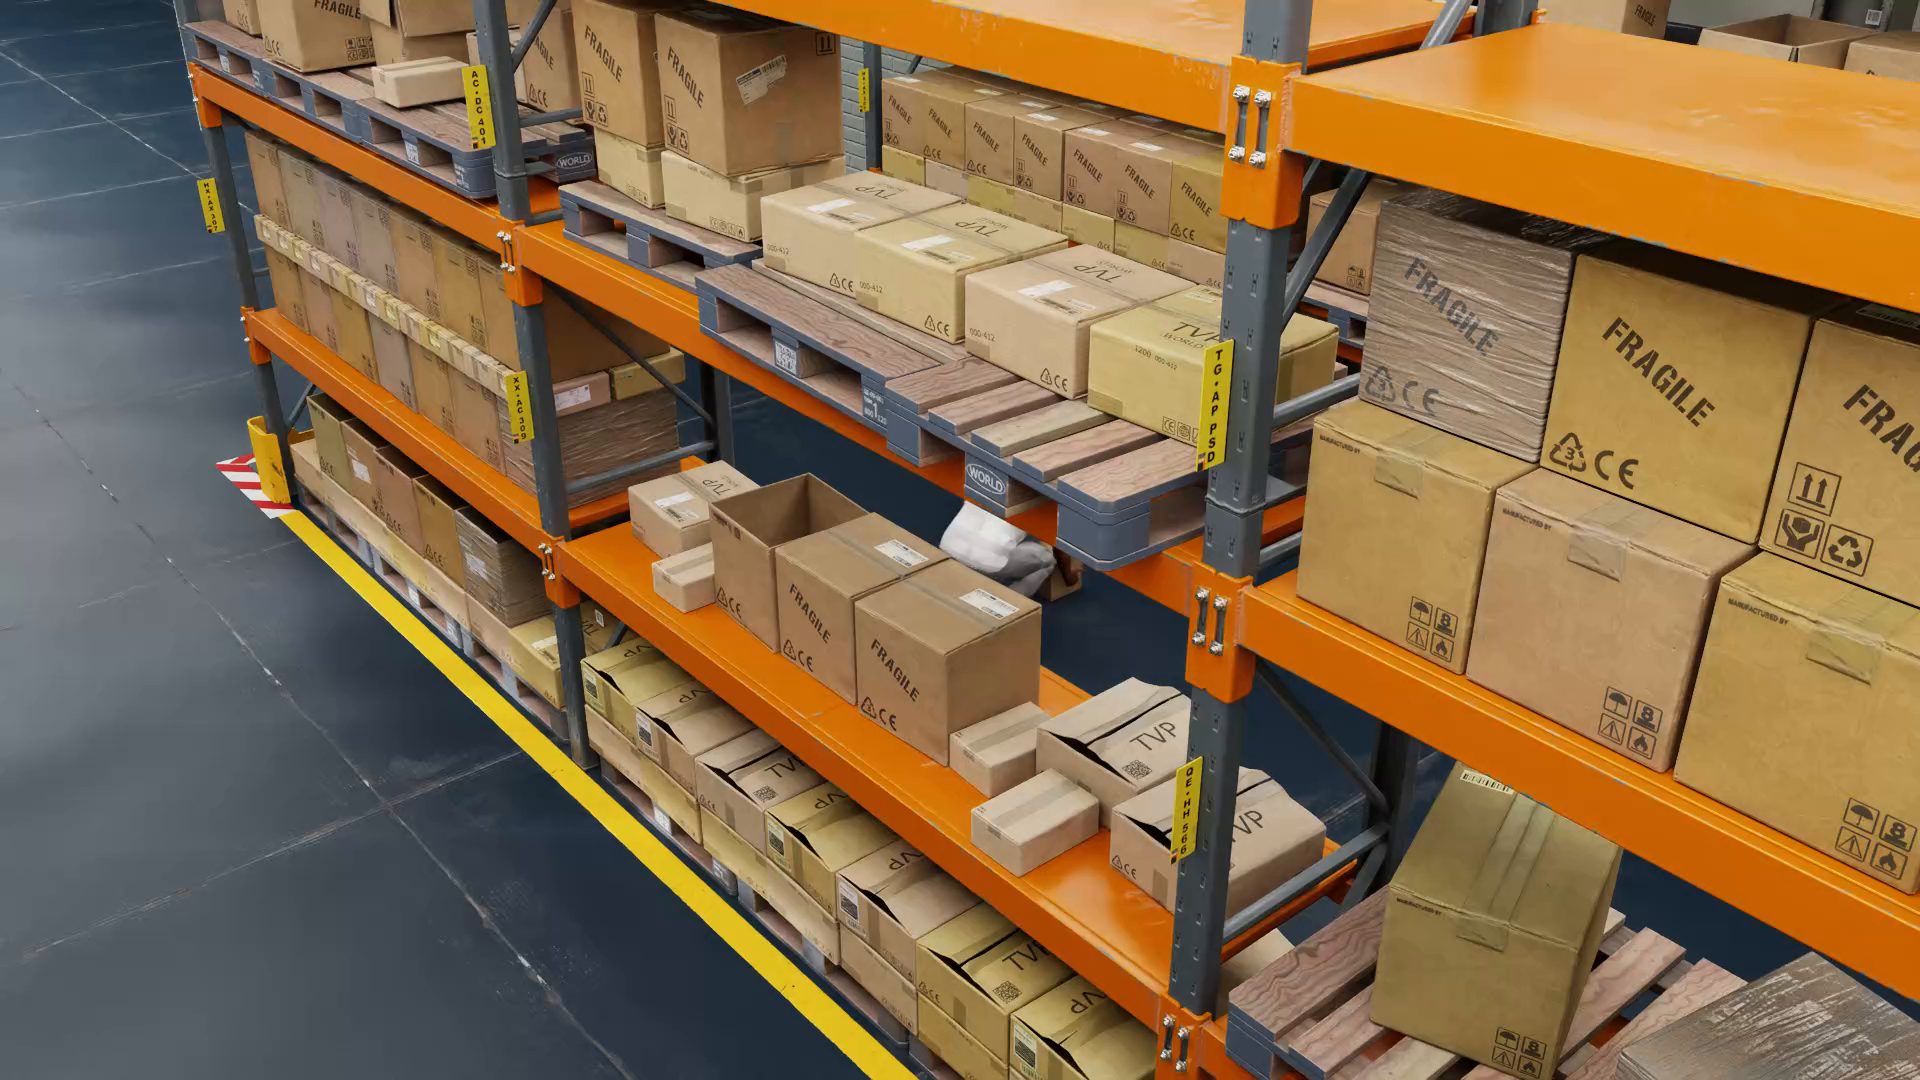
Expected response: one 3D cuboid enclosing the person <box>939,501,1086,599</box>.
[{"bbox_3d":[0.275,-0.031,9.555,0.896,0.927,0.570,-22,35,-35],"label":"person"}]
